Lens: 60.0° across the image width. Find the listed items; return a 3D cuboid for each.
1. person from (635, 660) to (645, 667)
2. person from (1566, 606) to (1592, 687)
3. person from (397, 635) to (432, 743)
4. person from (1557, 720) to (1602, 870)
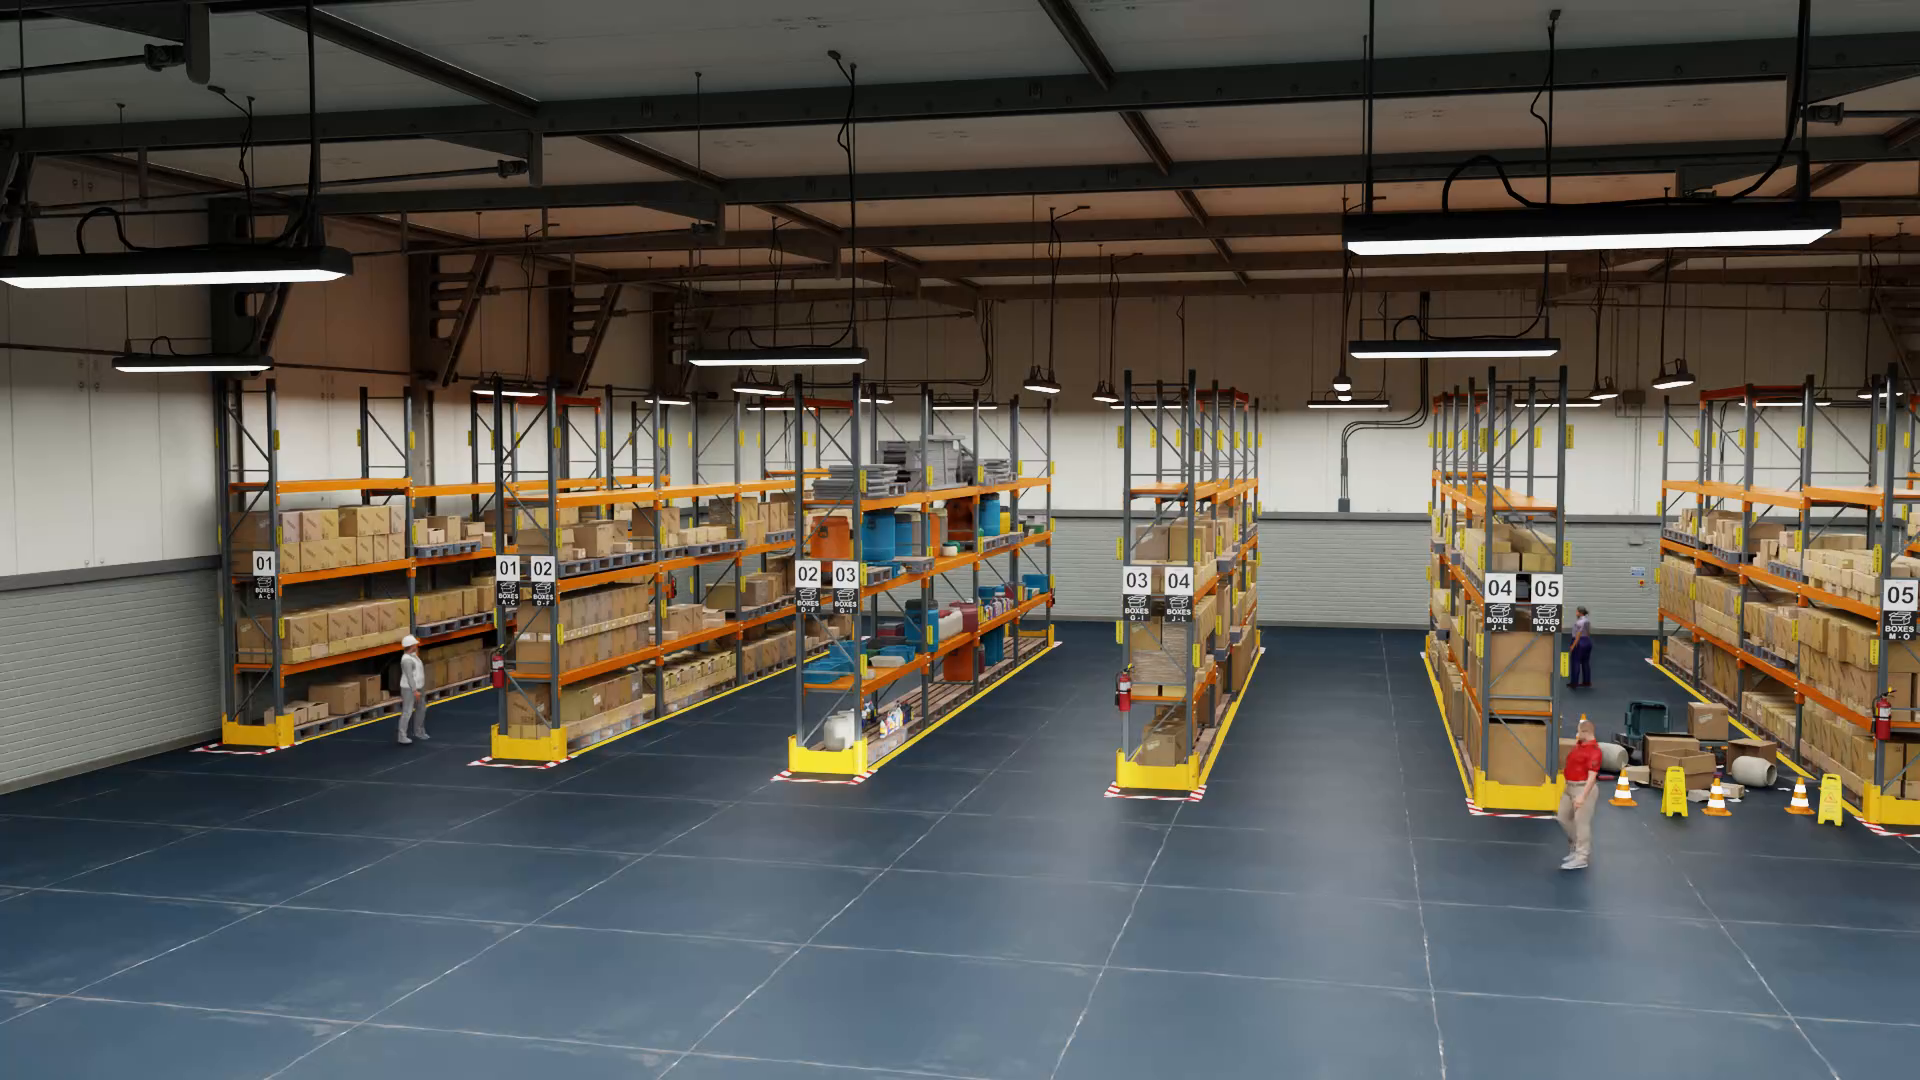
[{"bbox_3d":[-6.996,1.923,36.357,0.519,1.783,0.608,0,3,2],"label":"person"},{"bbox_3d":[12.568,2.165,33.733,0.565,1.657,0.406,-3,4,-38],"label":"person"},{"bbox_3d":[-9.087,2.482,27.619,0.450,1.821,0.648,0,3,1],"label":"person"},{"bbox_3d":[7.227,2.992,19.508,0.474,1.775,0.621,-1,4,-12],"label":"person"}]
